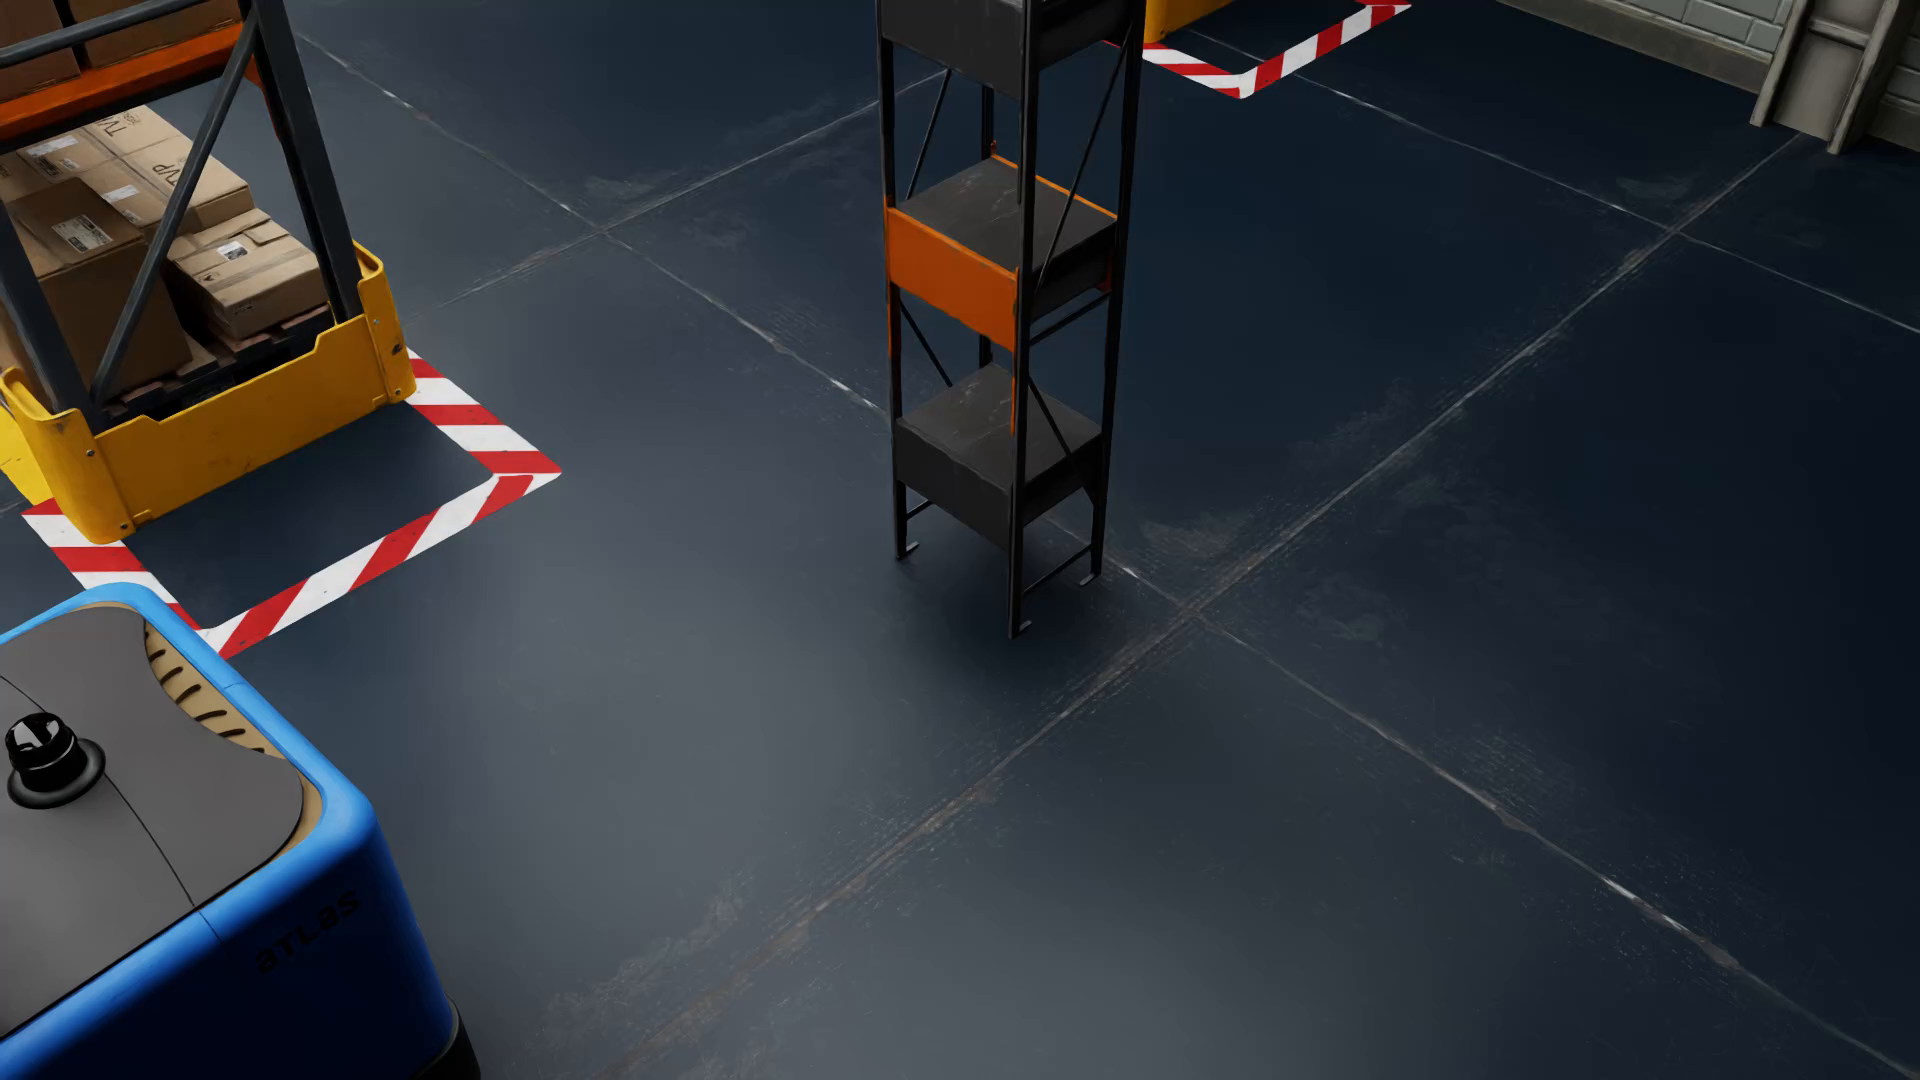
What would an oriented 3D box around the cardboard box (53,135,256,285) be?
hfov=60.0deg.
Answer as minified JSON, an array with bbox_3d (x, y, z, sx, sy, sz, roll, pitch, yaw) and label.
[{"bbox_3d":[-2.893,-1.184,6.023,0.500,0.250,0.500,-34,53,-31],"label":"cardboard box"}]

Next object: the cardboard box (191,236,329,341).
[{"bbox_3d":[-2.409,-0.875,5.763,0.380,0.149,0.250,-34,53,-31],"label":"cardboard box"}]

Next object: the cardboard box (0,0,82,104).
[{"bbox_3d":[-2.866,-1.516,4.607,0.500,0.500,0.500,-32,52,-30],"label":"cardboard box"}]

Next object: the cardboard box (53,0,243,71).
[{"bbox_3d":[-2.484,-1.771,4.883,0.500,0.500,0.500,-33,52,-30],"label":"cardboard box"}]

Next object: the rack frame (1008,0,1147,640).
[{"bbox_3d":[0.289,-0.574,4.324,0.400,2.100,0.015,-34,53,-31],"label":"rack frame"}]

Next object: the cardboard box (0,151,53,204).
[{"bbox_3d":[-3.565,-1.161,5.998,0.500,0.250,0.500,-34,53,-31],"label":"cardboard box"}]

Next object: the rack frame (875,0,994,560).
[{"bbox_3d":[-0.055,-0.809,4.578,0.400,2.100,0.015,-34,53,-31],"label":"rack frame"}]

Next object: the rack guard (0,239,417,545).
[{"bbox_3d":[-2.411,-0.513,5.437,1.175,0.500,0.348,-34,53,-31],"label":"rack guard"}]

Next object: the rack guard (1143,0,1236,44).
[{"bbox_3d":[1.165,-2.841,7.956,1.175,0.500,0.348,-34,53,-31],"label":"rack guard"}]

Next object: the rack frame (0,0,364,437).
[{"bbox_3d":[-2.357,-1.395,4.549,1.000,3.000,0.127,-34,53,-31],"label":"rack frame"}]

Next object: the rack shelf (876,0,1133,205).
[{"bbox_3d":[0.117,-1.196,3.986,0.431,0.518,0.480,-34,53,-31],"label":"rack shelf"}]

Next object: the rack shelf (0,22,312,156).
[{"bbox_3d":[-3.769,-2.092,5.833,1.077,0.370,4.000,-34,53,-31],"label":"rack shelf"}]

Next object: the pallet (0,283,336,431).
[{"bbox_3d":[-2.974,-0.790,5.949,1.003,0.211,1.213,-34,53,-31],"label":"pallet"}]

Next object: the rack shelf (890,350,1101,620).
[{"bbox_3d":[0.117,-0.167,4.936,0.431,0.518,0.480,-34,53,-31],"label":"rack shelf"}]

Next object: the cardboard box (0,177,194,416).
[{"bbox_3d":[-2.915,-0.782,5.403,0.500,0.500,0.500,-34,53,-31],"label":"cardboard box"}]

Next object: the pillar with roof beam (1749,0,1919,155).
[{"bbox_3d":[0.619,-3.028,1.896,9.100,9.000,0.400,-34,53,-31],"label":"pillar with roof beam"}]

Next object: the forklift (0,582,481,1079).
[{"bbox_3d":[-2.464,0.733,2.297,1.130,2.935,3.031,32,52,30],"label":"forklift"}]

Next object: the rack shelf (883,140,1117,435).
[{"bbox_3d":[0.117,-0.682,4.461,0.431,0.518,0.480,-34,53,-31],"label":"rack shelf"}]

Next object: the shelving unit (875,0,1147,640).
[{"bbox_3d":[0.117,-0.692,4.451,0.431,2.100,0.503,-34,53,-31],"label":"shelving unit"}]

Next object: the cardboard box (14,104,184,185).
[{"bbox_3d":[-3.246,-1.424,6.283,0.500,0.250,0.500,-34,53,-31],"label":"cardboard box"}]

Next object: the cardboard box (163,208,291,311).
[{"bbox_3d":[-2.586,-1.002,5.888,0.380,0.166,0.250,-34,53,-31],"label":"cardboard box"}]
